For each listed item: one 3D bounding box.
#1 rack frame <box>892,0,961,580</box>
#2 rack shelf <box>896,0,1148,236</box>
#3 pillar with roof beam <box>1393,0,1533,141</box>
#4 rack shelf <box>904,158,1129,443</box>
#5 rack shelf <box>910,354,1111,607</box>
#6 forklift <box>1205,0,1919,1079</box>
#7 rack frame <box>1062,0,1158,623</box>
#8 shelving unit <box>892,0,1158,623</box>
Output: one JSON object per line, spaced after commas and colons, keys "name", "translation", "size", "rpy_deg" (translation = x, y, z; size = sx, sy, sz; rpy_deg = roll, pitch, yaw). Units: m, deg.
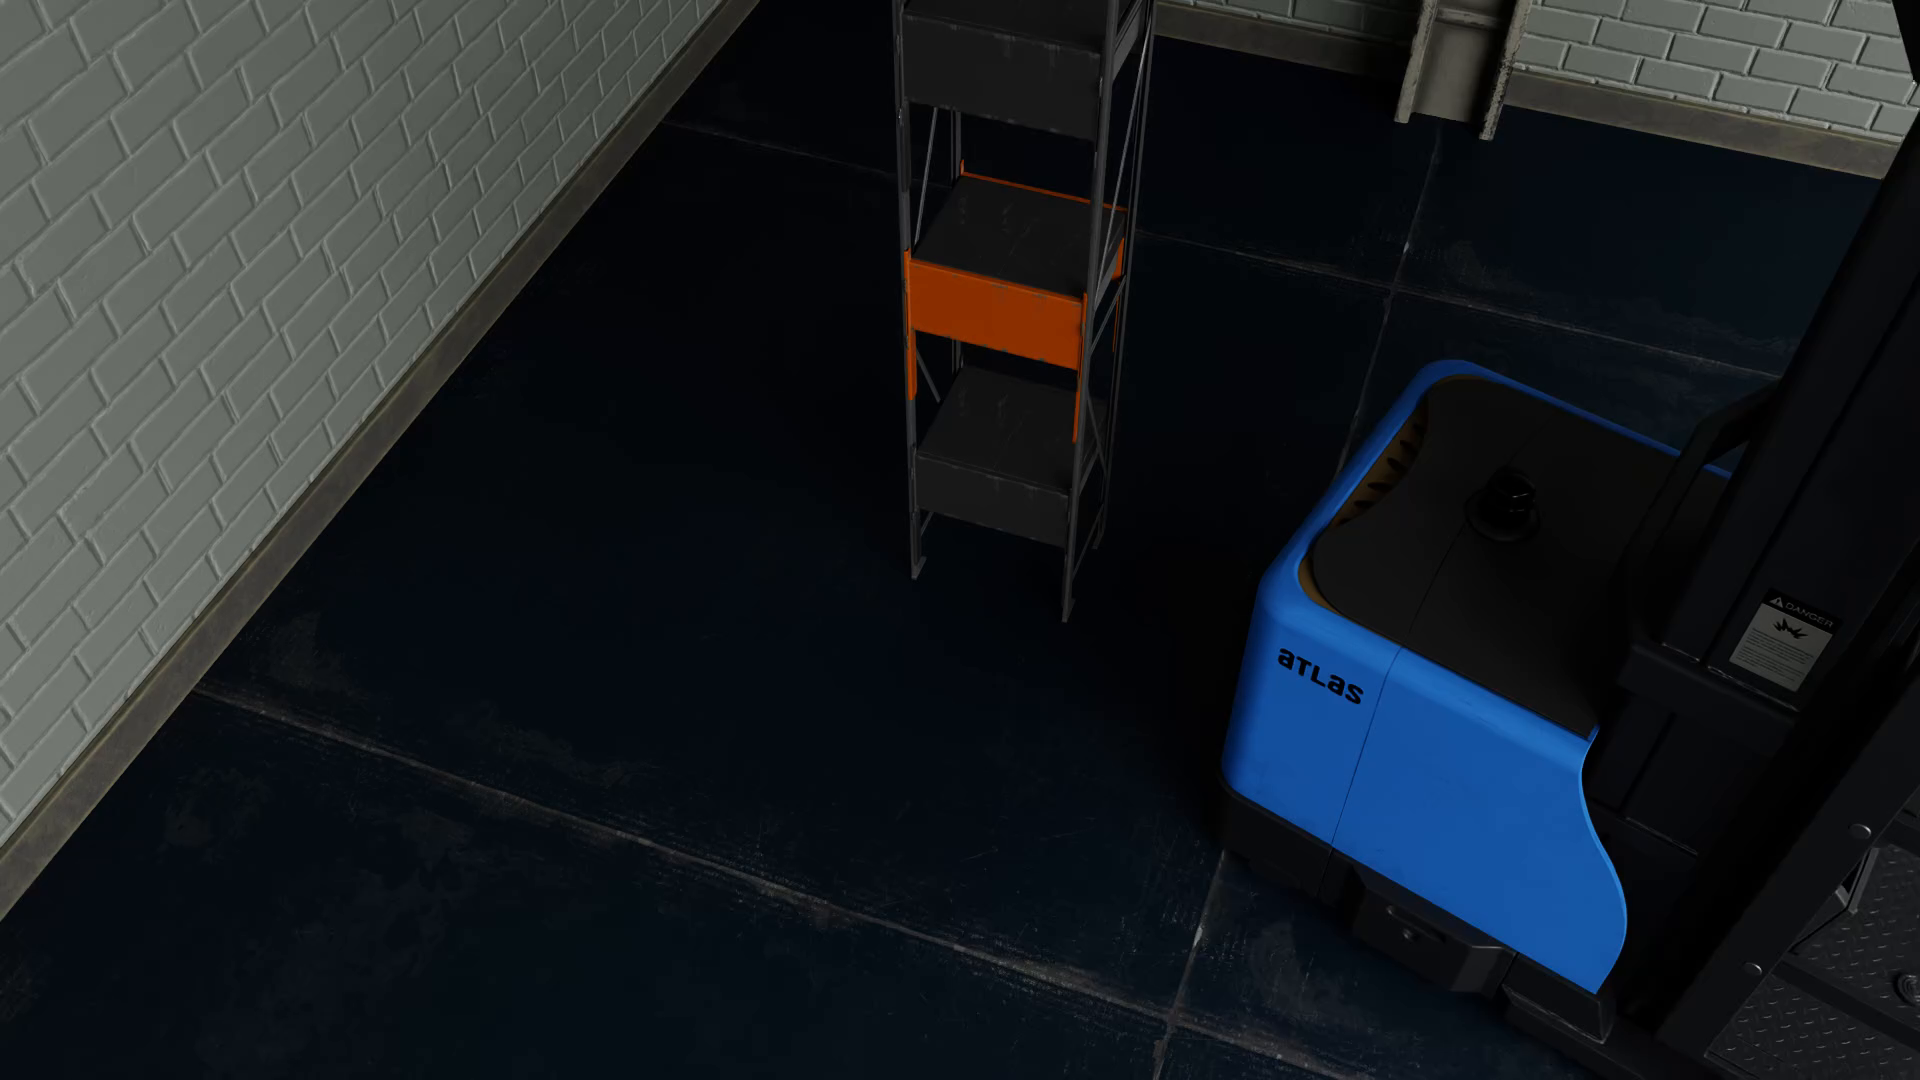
{"name": "rack frame", "translation": [-0.074, -0.708, 4.474], "size": [0.015, 2.100, 0.400], "rpy_deg": [16, 51, 13]}
{"name": "rack shelf", "translation": [0.155, -1.094, 3.900], "size": [0.480, 0.518, 0.431], "rpy_deg": [16, 51, 13]}
{"name": "pillar with roof beam", "translation": [0.496, -1.648, 0.723], "size": [0.400, 9.000, 9.100], "rpy_deg": [16, 51, 13]}
{"name": "rack shelf", "translation": [0.155, -0.635, 4.429], "size": [0.480, 0.518, 0.431], "rpy_deg": [16, 51, 13]}
{"name": "rack shelf", "translation": [0.155, -0.177, 4.958], "size": [0.480, 0.518, 0.431], "rpy_deg": [16, 51, 13]}
{"name": "forklift", "translation": [2.159, 0.197, 3.140], "size": [3.031, 2.935, 1.130], "rpy_deg": [28, 55, 22]}
{"name": "rack frame", "translation": [0.384, -0.580, 4.364], "size": [0.015, 2.100, 0.400], "rpy_deg": [16, 51, 13]}
{"name": "shelving unit", "translation": [0.155, -0.644, 4.419], "size": [0.503, 2.100, 0.431], "rpy_deg": [16, 51, 13]}
